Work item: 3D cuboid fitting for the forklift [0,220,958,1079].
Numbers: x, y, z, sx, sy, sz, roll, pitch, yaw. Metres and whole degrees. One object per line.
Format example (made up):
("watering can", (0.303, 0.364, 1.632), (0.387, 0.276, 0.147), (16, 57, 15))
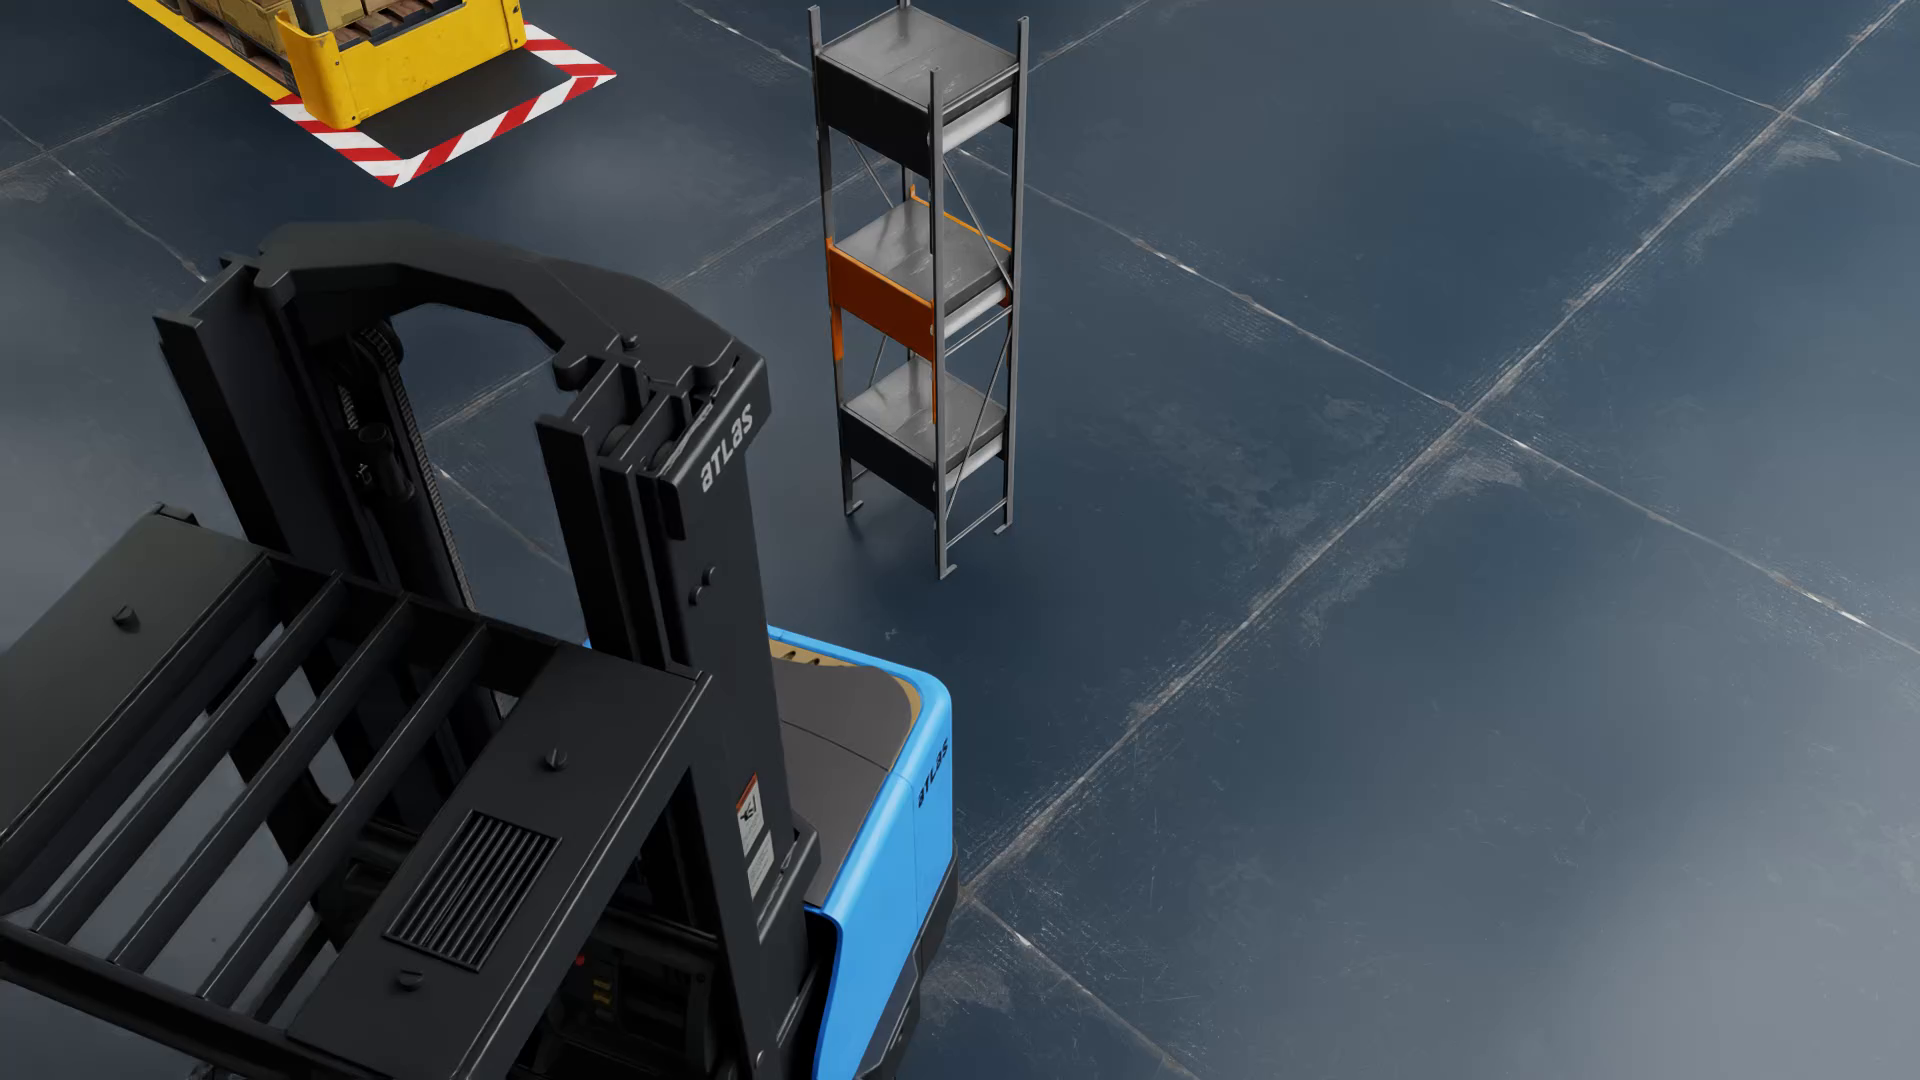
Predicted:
("forklift", (-1.006, 0.984, 3.316), (1.130, 2.935, 3.031), (16, 49, 14))

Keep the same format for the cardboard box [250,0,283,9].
("cardboard box", (-3.375, -2.987, 8.080), (0.500, 0.500, 0.500), (34, 55, 28))

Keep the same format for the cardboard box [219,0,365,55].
("cardboard box", (-3.374, -2.731, 8.355), (0.500, 0.250, 0.500), (34, 55, 28))

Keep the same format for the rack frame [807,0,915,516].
("rack frame", (-0.301, -0.921, 5.675), (0.015, 2.100, 0.400), (34, 55, 28))

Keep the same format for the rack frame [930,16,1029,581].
("rack frame", (0.058, -0.680, 5.448), (0.015, 2.100, 0.400), (34, 55, 28))

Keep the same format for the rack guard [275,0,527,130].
("rack guard", (-2.762, -2.554, 8.305), (0.348, 0.500, 1.175), (34, 55, 28))

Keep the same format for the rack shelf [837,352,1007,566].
("rack shelf", (-0.122, -0.312, 6.082), (0.480, 0.518, 0.431), (34, 55, 28))

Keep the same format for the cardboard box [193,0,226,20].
("cardboard box", (-3.750, -2.972, 8.581), (0.500, 0.250, 0.500), (34, 55, 28))

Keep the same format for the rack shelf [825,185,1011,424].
("rack shelf", (-0.122, -0.791, 5.571), (0.480, 0.518, 0.431), (34, 55, 28))

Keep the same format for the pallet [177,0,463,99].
("pallet", (-3.370, -2.823, 8.756), (1.213, 0.211, 1.003), (34, 55, 28))

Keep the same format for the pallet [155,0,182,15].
("pallet", (-4.262, -3.426, 9.322), (1.213, 0.211, 1.003), (34, 55, 28))

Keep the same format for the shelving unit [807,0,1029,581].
("shelving unit", (-0.122, -0.801, 5.561), (0.503, 2.100, 0.431), (34, 55, 28))

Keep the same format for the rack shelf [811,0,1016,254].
("rack shelf", (-0.122, -1.270, 5.061), (0.480, 0.518, 0.431), (34, 55, 28))

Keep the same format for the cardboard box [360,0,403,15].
("cardboard box", (-3.023, -3.009, 8.615), (0.500, 0.250, 0.500), (34, 55, 28))

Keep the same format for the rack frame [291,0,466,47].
("rack frame", (-2.779, -3.422, 7.405), (0.127, 3.000, 1.000), (34, 55, 28))
